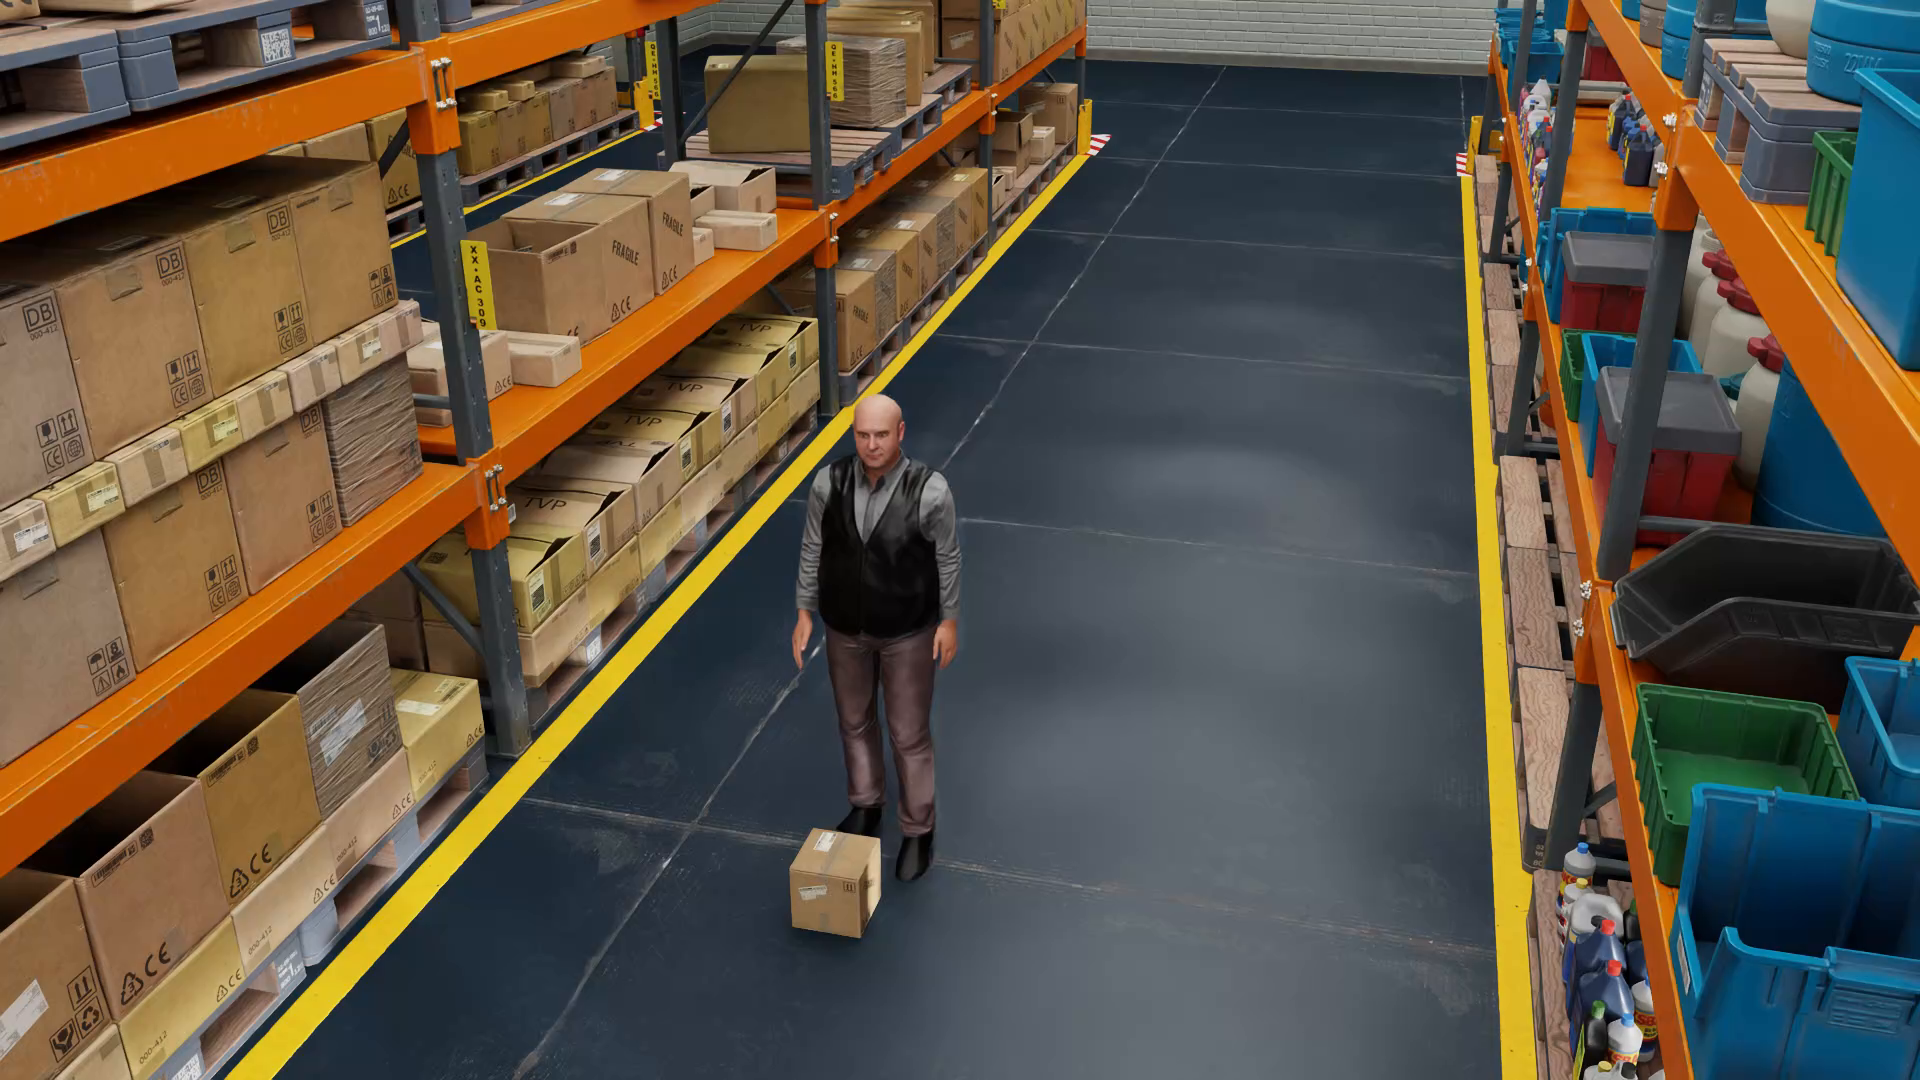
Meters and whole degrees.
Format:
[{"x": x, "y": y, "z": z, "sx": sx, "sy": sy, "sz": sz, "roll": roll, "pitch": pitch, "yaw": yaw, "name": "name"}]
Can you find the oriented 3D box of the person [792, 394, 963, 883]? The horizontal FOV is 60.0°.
[{"x": -0.305, "y": 0.351, "z": 5.899, "sx": 0.571, "sy": 1.772, "sz": 0.466, "roll": 8, "pitch": 26, "yaw": 16, "name": "person"}]
